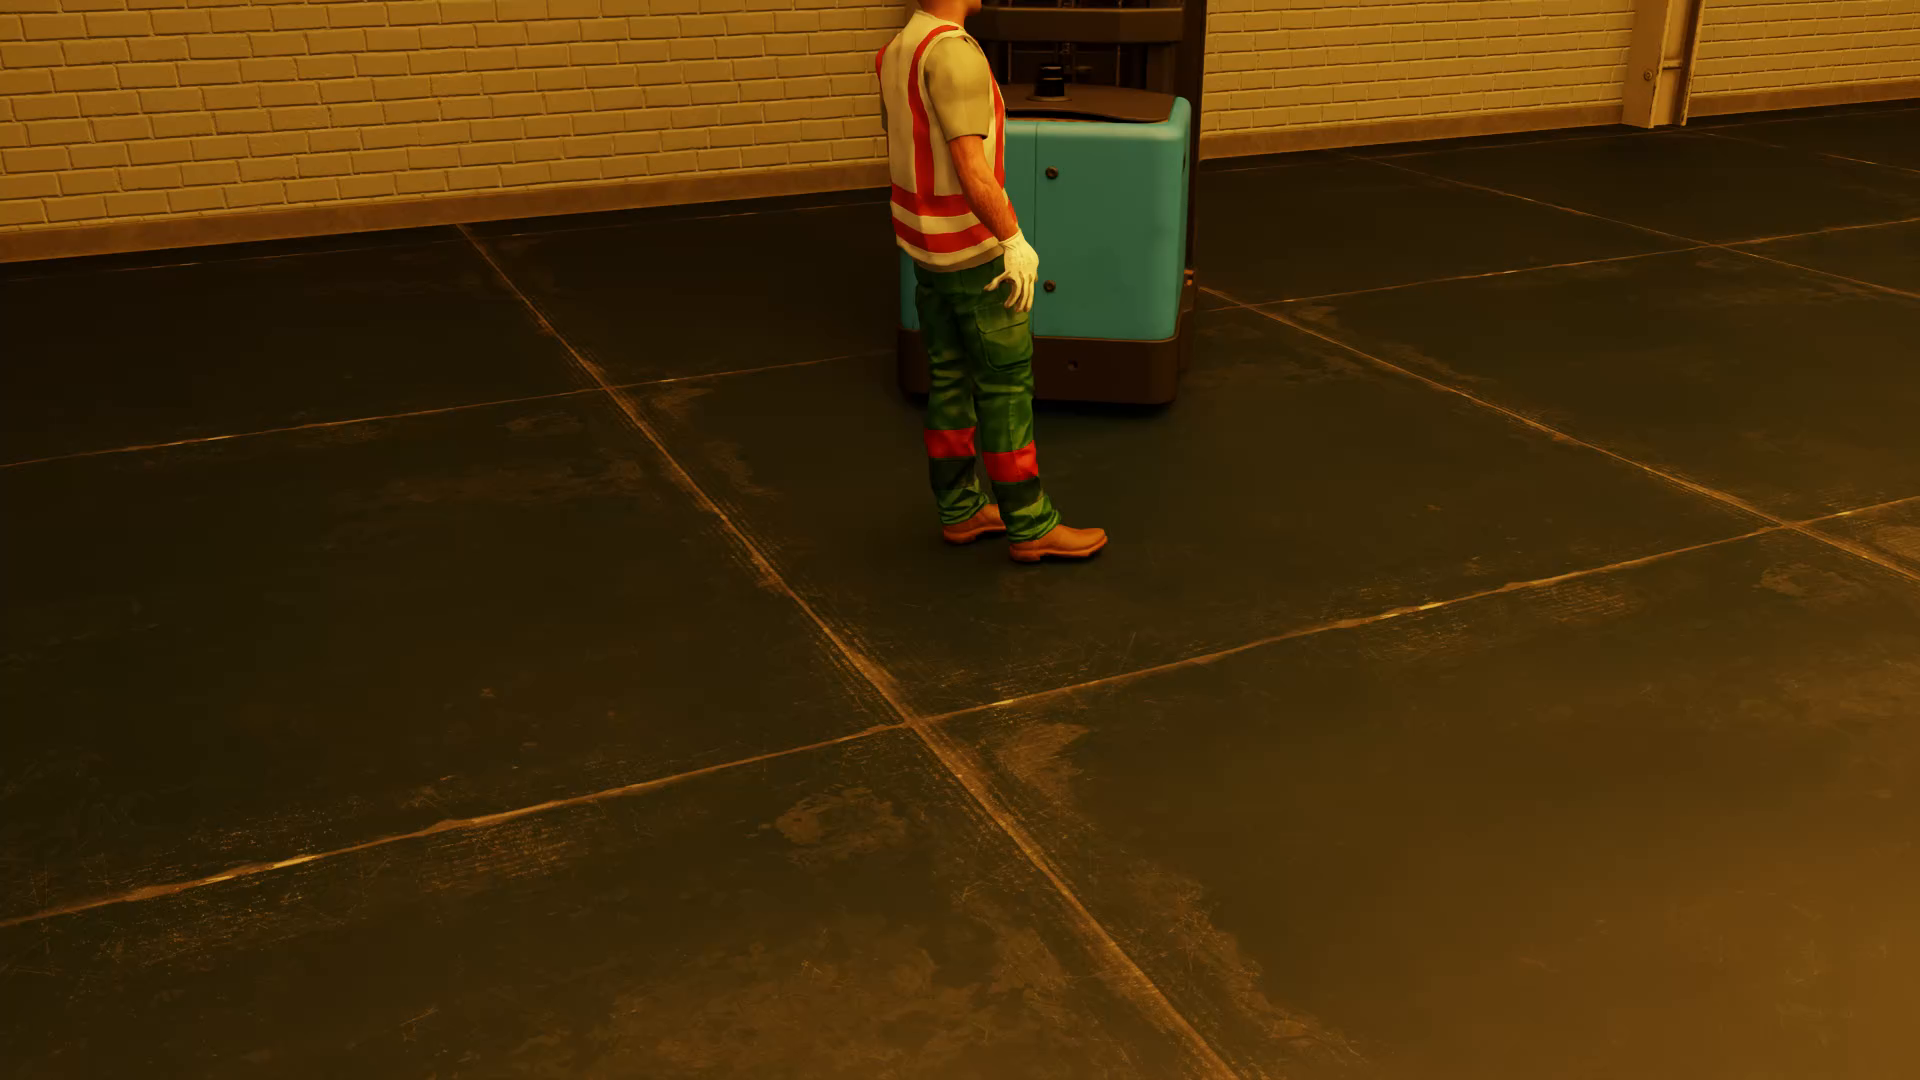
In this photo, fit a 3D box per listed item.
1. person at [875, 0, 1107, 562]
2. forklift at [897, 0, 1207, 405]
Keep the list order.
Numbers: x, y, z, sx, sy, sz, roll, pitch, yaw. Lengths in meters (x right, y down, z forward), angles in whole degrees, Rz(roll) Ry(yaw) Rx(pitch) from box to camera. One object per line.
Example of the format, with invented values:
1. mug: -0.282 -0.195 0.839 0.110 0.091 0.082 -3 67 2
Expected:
1. person: 0.078 -0.842 4.781 0.563 1.788 0.638 -10 25 -23
2. forklift: 0.509 -2.384 7.026 1.130 2.935 3.031 4 23 9
